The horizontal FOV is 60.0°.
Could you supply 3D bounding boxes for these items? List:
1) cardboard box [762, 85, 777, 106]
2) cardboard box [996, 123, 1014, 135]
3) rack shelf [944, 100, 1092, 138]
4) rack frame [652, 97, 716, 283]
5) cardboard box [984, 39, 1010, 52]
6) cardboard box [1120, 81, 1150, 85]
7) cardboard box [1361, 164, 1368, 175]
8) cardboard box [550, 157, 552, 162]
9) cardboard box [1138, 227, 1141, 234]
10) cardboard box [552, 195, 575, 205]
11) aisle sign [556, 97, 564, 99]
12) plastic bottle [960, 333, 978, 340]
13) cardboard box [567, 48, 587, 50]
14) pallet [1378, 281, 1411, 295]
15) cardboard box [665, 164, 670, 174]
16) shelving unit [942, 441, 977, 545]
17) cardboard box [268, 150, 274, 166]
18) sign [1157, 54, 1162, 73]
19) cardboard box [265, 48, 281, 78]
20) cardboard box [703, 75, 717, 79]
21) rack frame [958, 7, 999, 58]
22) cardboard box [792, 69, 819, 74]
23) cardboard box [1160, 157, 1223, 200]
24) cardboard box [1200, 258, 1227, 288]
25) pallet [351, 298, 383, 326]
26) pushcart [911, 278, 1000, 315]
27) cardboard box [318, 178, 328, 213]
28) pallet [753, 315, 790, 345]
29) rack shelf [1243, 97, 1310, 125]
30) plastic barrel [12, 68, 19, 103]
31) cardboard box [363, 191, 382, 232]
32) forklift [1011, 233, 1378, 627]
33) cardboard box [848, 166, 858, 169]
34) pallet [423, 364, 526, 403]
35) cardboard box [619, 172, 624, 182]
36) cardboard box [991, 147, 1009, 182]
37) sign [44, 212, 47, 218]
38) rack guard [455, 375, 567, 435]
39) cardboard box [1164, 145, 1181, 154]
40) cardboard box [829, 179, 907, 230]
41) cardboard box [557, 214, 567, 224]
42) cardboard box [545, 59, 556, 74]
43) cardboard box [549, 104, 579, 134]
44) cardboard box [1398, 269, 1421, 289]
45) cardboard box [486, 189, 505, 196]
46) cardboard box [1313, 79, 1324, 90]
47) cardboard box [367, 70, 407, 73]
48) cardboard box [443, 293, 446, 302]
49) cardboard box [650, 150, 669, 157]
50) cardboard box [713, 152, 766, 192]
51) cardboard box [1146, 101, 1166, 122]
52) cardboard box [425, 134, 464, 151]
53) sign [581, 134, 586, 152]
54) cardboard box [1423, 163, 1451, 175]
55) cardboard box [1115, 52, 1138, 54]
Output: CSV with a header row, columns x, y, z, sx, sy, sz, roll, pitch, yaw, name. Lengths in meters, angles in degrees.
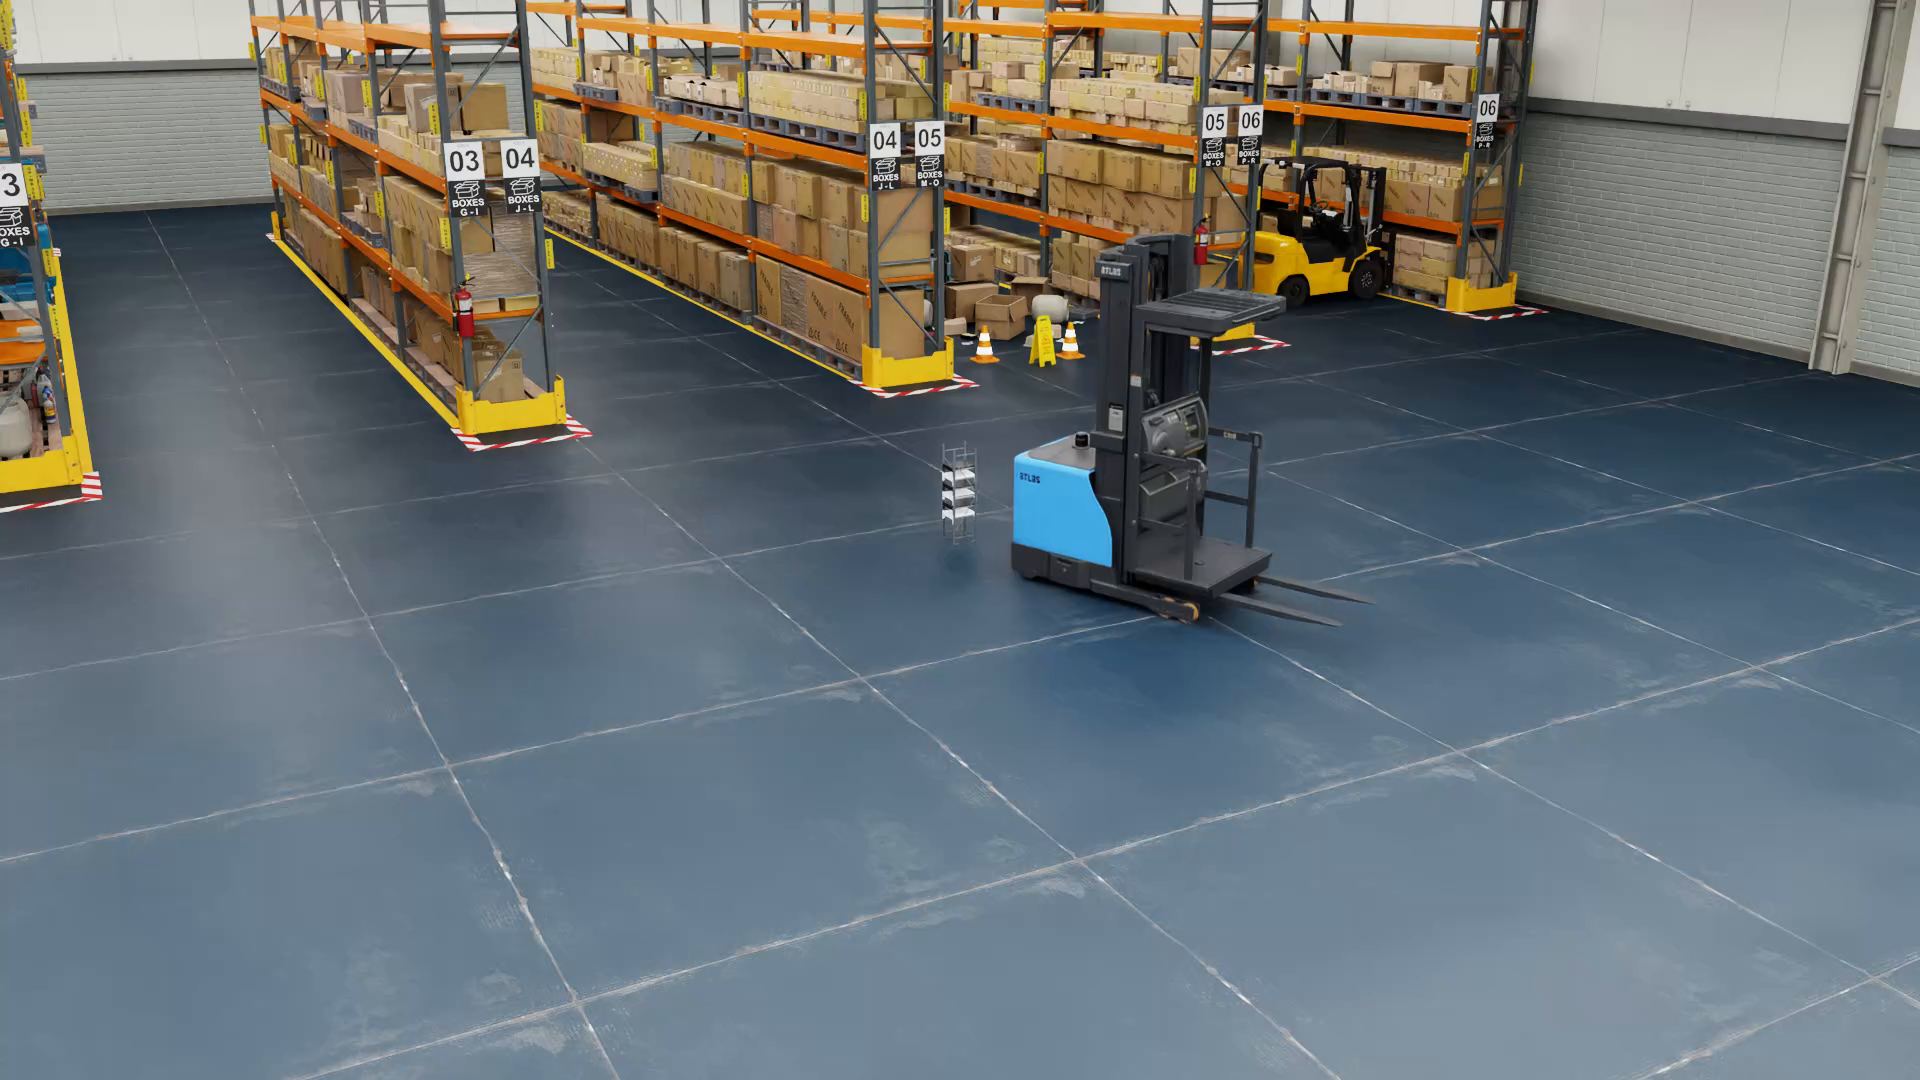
x,y,z,sx,sy,sz,roll,pitch,yaw,name
-2.339,-6.001,22.421,0.500,0.250,0.500,-10,21,-27,cardboard box
1.134,-9.071,36.713,0.500,0.250,0.500,-11,22,-28,cardboard box
0.793,-7.044,27.569,1.077,0.370,4.000,-10,21,-27,rack shelf
-4.465,-5.744,27.299,1.000,3.000,0.127,-10,21,-27,rack frame
0.877,-10.873,36.571,0.500,0.250,0.500,-10,22,-27,cardboard box
2.594,-6.714,24.673,0.380,0.149,0.250,-10,22,-28,cardboard box
6.612,-6.011,26.925,0.380,0.149,0.250,-11,22,-28,cardboard box
-7.917,-7.573,32.983,0.380,0.149,0.250,-9,21,-24,cardboard box
2.809,-4.496,24.066,0.380,0.149,0.250,-10,21,-26,cardboard box
-7.880,-6.759,33.053,0.380,0.149,0.250,-11,22,-29,cardboard box
-8.034,-9.337,33.725,0.394,0.787,0.004,-10,21,-27,aisle sign
0.101,-2.874,23.484,0.283,0.061,0.133,16,25,39,plastic bottle
-7.473,-9.544,32.564,0.380,0.149,0.250,-10,21,-26,cardboard box
7.034,-4.258,27.266,1.003,0.211,1.213,-10,21,-27,pallet
-4.778,-6.288,28.160,0.380,0.149,0.250,-11,22,-28,cardboard box
-0.004,-0.428,15.110,0.258,0.900,0.210,-10,21,-27,shelving unit
-12.686,-7.192,31.267,0.500,0.250,0.500,-11,22,-28,cardboard box
3.732,-8.889,31.020,0.100,0.325,0.005,-10,21,-27,sign
-12.221,-8.691,30.290,0.700,0.500,0.500,-11,22,-29,cardboard box
-3.704,-7.112,26.004,0.500,0.311,0.500,-10,21,-27,cardboard box
0.411,-12.442,37.513,1.000,3.000,0.127,-10,21,-27,rack frame
-2.111,-6.462,23.146,0.380,0.149,0.250,-10,21,-27,cardboard box
3.208,-5.017,23.048,0.700,0.500,0.500,-11,22,-28,cardboard box
3.491,-3.778,24.022,0.500,0.500,0.500,-11,22,-28,cardboard box
-8.508,-3.462,24.960,1.003,0.211,1.213,-10,21,-27,pallet
-0.240,-3.785,25.640,0.936,0.377,1.648,16,25,39,pushcart
-9.811,-5.448,26.287,0.500,0.500,0.500,-11,22,-28,cardboard box
-2.273,-3.047,23.758,1.003,0.211,1.213,-10,21,-27,pallet
5.160,-7.814,29.800,1.077,0.370,4.000,-10,21,-27,rack shelf
-14.524,-6.861,25.004,0.600,0.588,0.600,0,19,0,plastic barrel
-7.883,-4.587,23.144,0.797,0.503,0.637,-8,20,-21,cardboard box
1.912,-0.909,13.392,3.031,2.935,1.130,14,24,36,forklift
-1.832,-7.302,32.042,0.500,0.250,0.500,-11,22,-28,cardboard box
-6.045,-2.001,20.724,1.003,0.211,1.213,-10,21,-27,pallet
-5.587,-6.189,28.328,0.380,0.149,0.250,-11,22,-29,cardboard box
0.845,-6.166,27.269,0.500,0.500,0.500,-9,21,-25,cardboard box
-12.756,-4.402,23.159,0.100,0.325,0.005,-10,21,-27,sign
-5.115,-1.549,18.972,1.175,0.500,0.348,-10,21,-27,rack guard
4.184,-7.306,31.289,0.500,0.250,0.500,-10,21,-27,cardboard box
-1.150,-4.285,21.185,0.875,0.550,0.550,-10,21,-27,cardboard box
-7.705,-6.325,32.709,0.380,0.149,0.250,-11,22,-29,cardboard box
-7.564,-9.016,31.646,0.500,0.250,0.500,-11,22,-29,cardboard box
-7.566,-8.089,31.951,0.500,0.500,0.500,-11,22,-28,cardboard box
7.280,-4.142,26.228,0.500,0.250,0.500,-10,21,-27,cardboard box
-5.570,-3.857,19.687,0.500,0.500,0.500,-10,21,-27,cardboard box
6.055,-7.531,27.465,0.380,0.149,0.250,-9,21,-26,cardboard box
-8.178,-6.463,23.863,0.500,0.500,0.500,-10,21,-27,cardboard box
-5.783,-2.849,19.294,0.380,0.149,0.250,-10,21,-27,cardboard box
-5.139,-6.645,28.738,0.380,0.149,0.250,-9,21,-25,cardboard box
-3.292,-5.550,25.050,0.700,0.500,0.500,-10,21,-26,cardboard box
2.936,-5.983,23.166,0.500,0.250,0.500,-10,22,-27,cardboard box
-5.732,-4.430,18.509,0.380,0.149,0.250,-11,22,-29,cardboard box
-6.838,-7.216,30.235,0.100,0.325,0.005,-10,21,-27,sign
7.361,-5.715,25.610,0.380,0.149,0.250,-9,21,-25,cardboard box
3.311,-9.637,33.114,0.380,0.149,0.250,-9,21,-25,cardboard box
